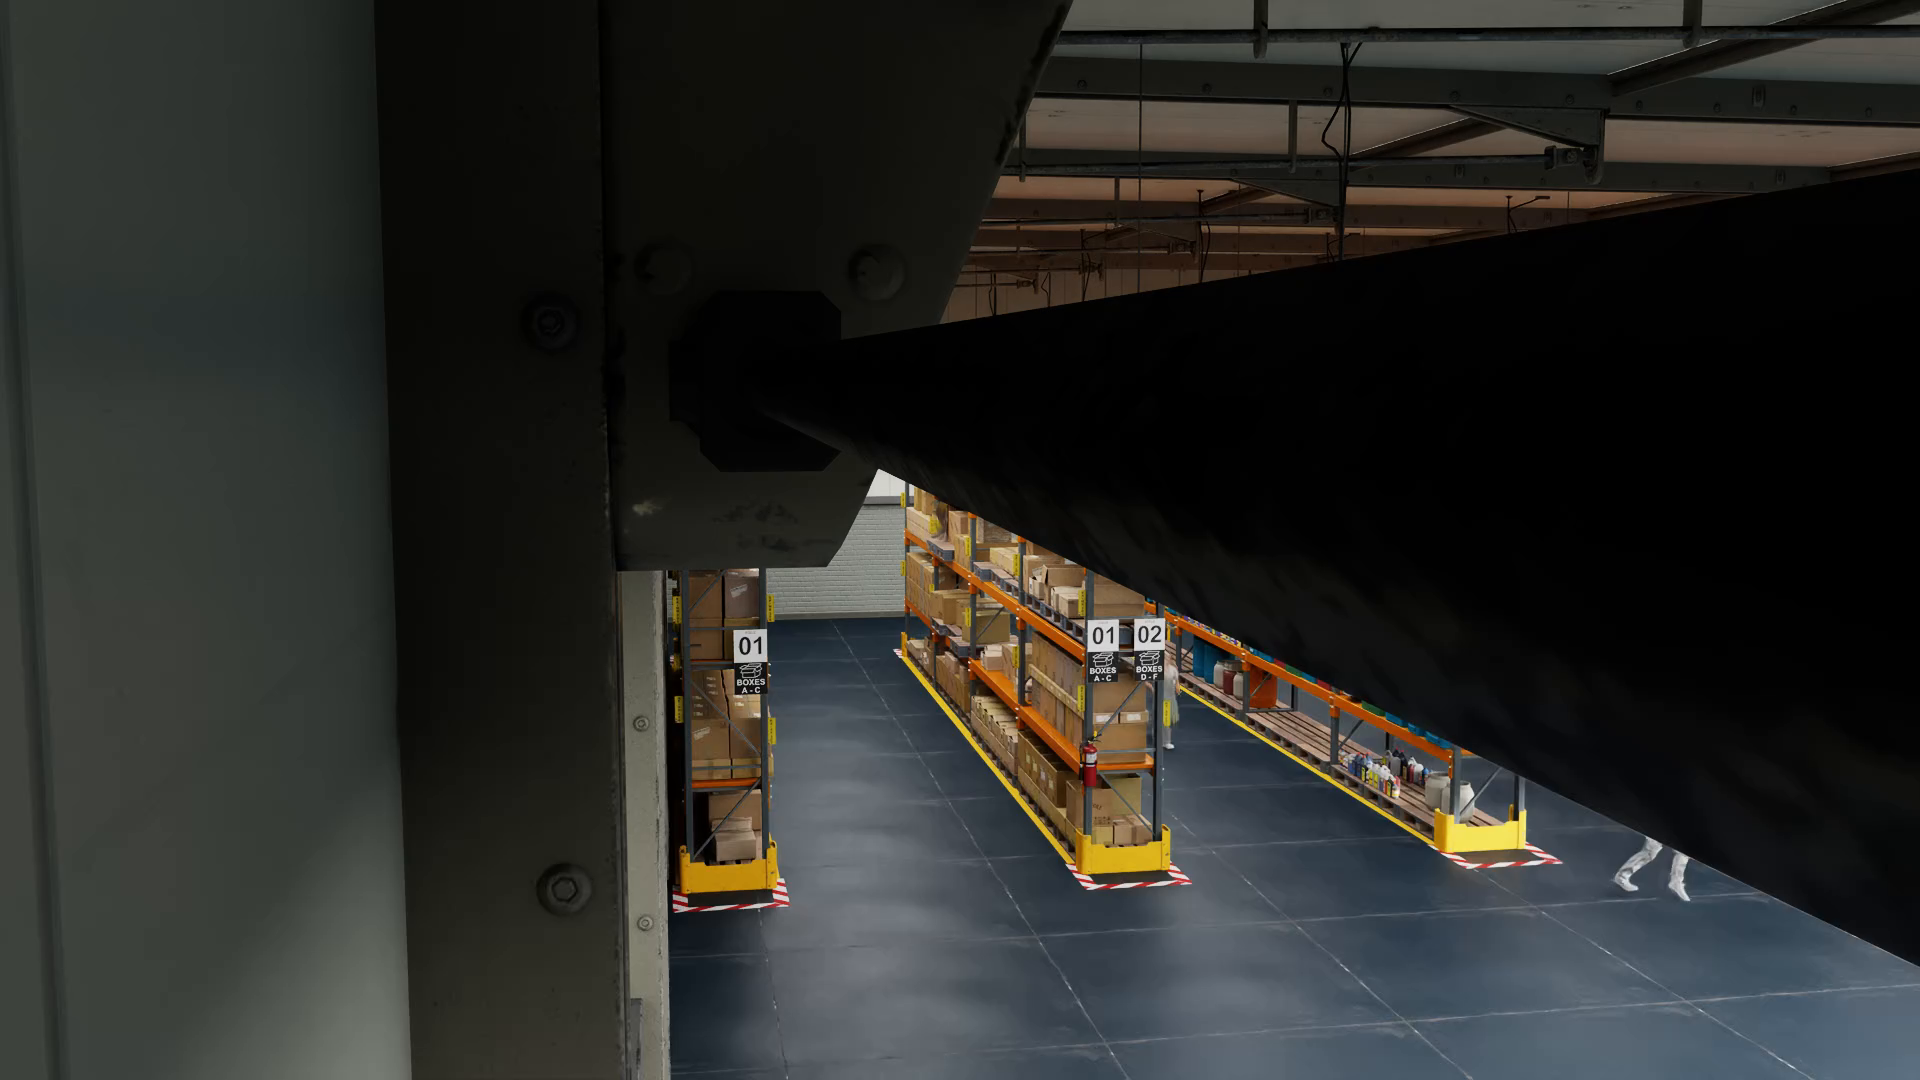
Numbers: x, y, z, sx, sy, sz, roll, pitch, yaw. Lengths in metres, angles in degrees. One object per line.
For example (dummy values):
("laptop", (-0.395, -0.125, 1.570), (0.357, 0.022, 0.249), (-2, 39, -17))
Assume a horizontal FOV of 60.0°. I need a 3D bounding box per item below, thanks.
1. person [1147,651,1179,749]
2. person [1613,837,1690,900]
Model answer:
("person", (3.403, 2.644, 27.769), (0.565, 1.621, 0.646), (-2, 6, -21))
("person", (8.388, 3.462, 19.895), (1.005, 1.722, 0.728), (2, 6, 19))
